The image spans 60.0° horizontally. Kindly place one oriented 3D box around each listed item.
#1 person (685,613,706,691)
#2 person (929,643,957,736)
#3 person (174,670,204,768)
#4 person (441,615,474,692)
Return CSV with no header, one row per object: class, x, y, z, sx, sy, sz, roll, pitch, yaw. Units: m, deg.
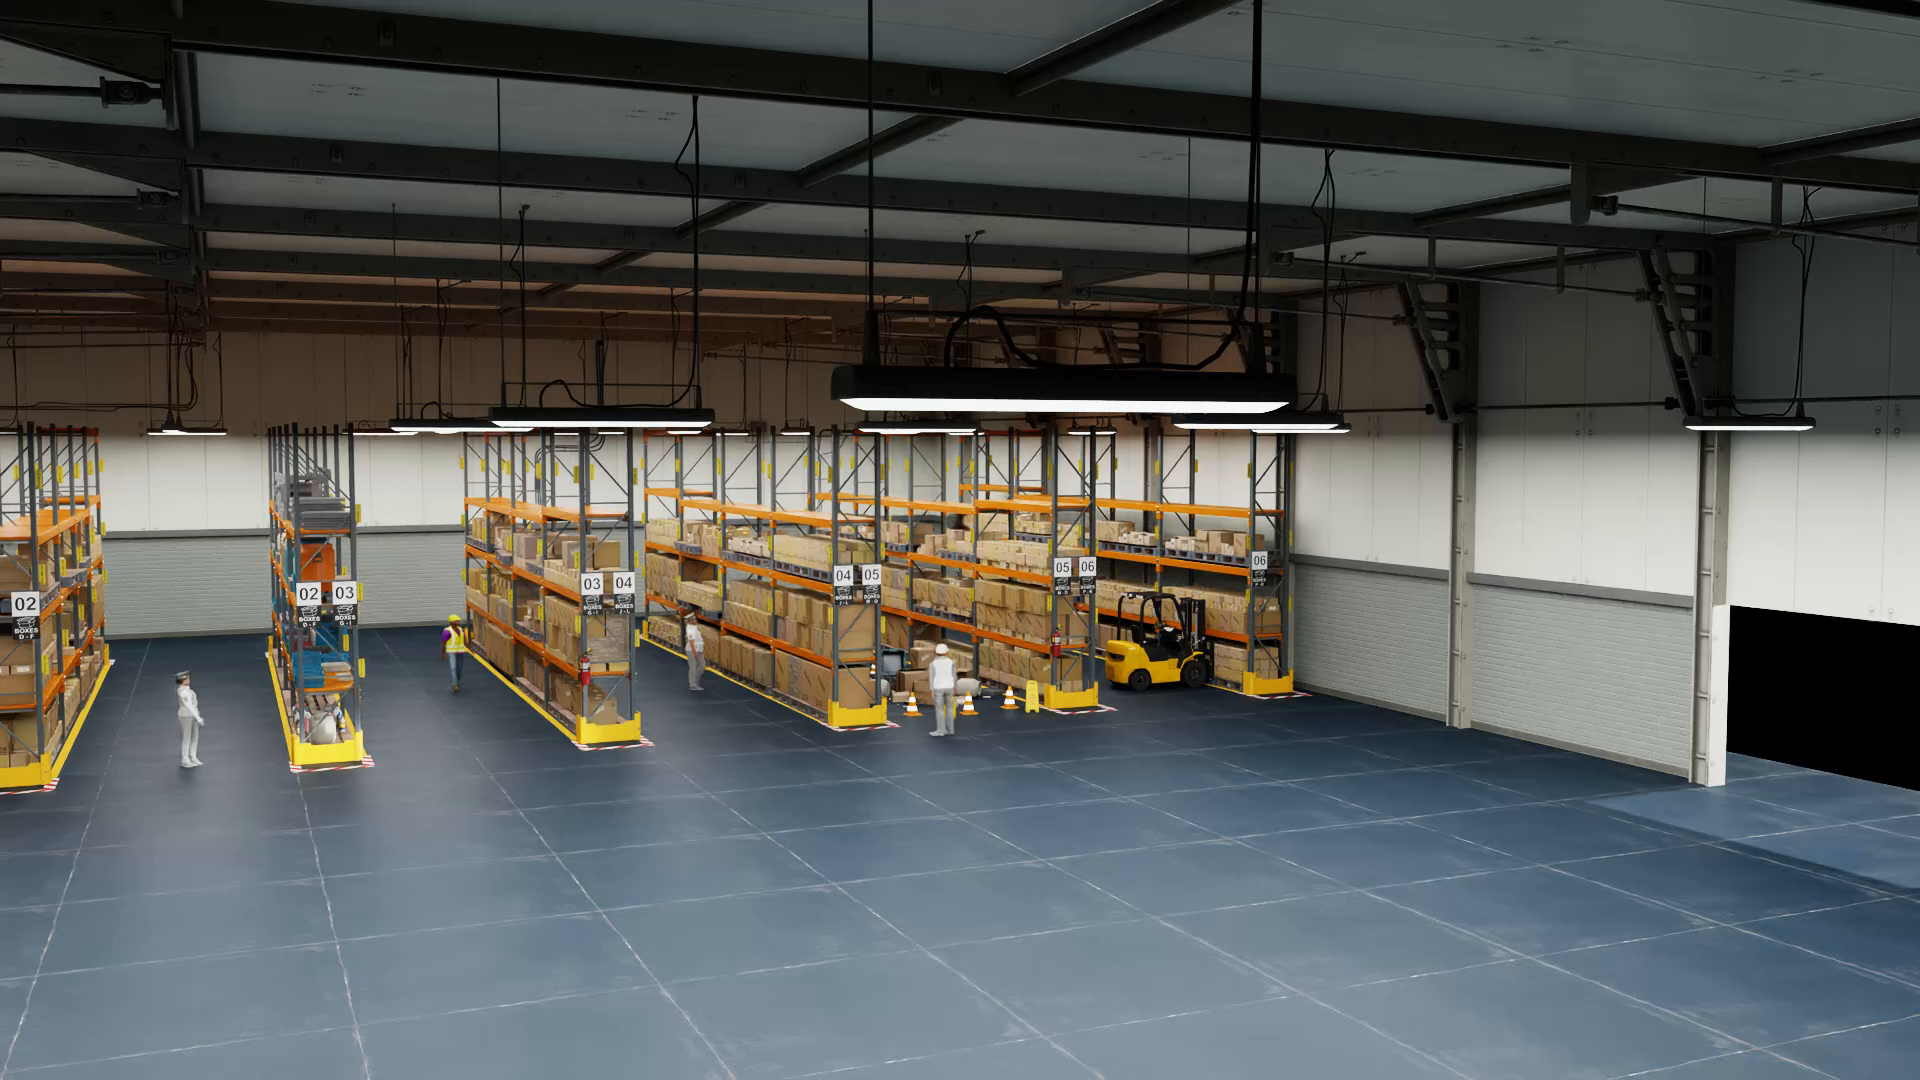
person,-6.037,2.549,37.881,0.453,1.799,0.598,1,4,14
person,-0.317,2.885,32.046,0.576,1.803,0.389,-1,4,-18
person,-13.397,3.129,28.998,0.551,1.708,0.517,0,3,-1
person,-11.405,2.550,37.736,0.735,1.717,1.058,-2,4,-27
